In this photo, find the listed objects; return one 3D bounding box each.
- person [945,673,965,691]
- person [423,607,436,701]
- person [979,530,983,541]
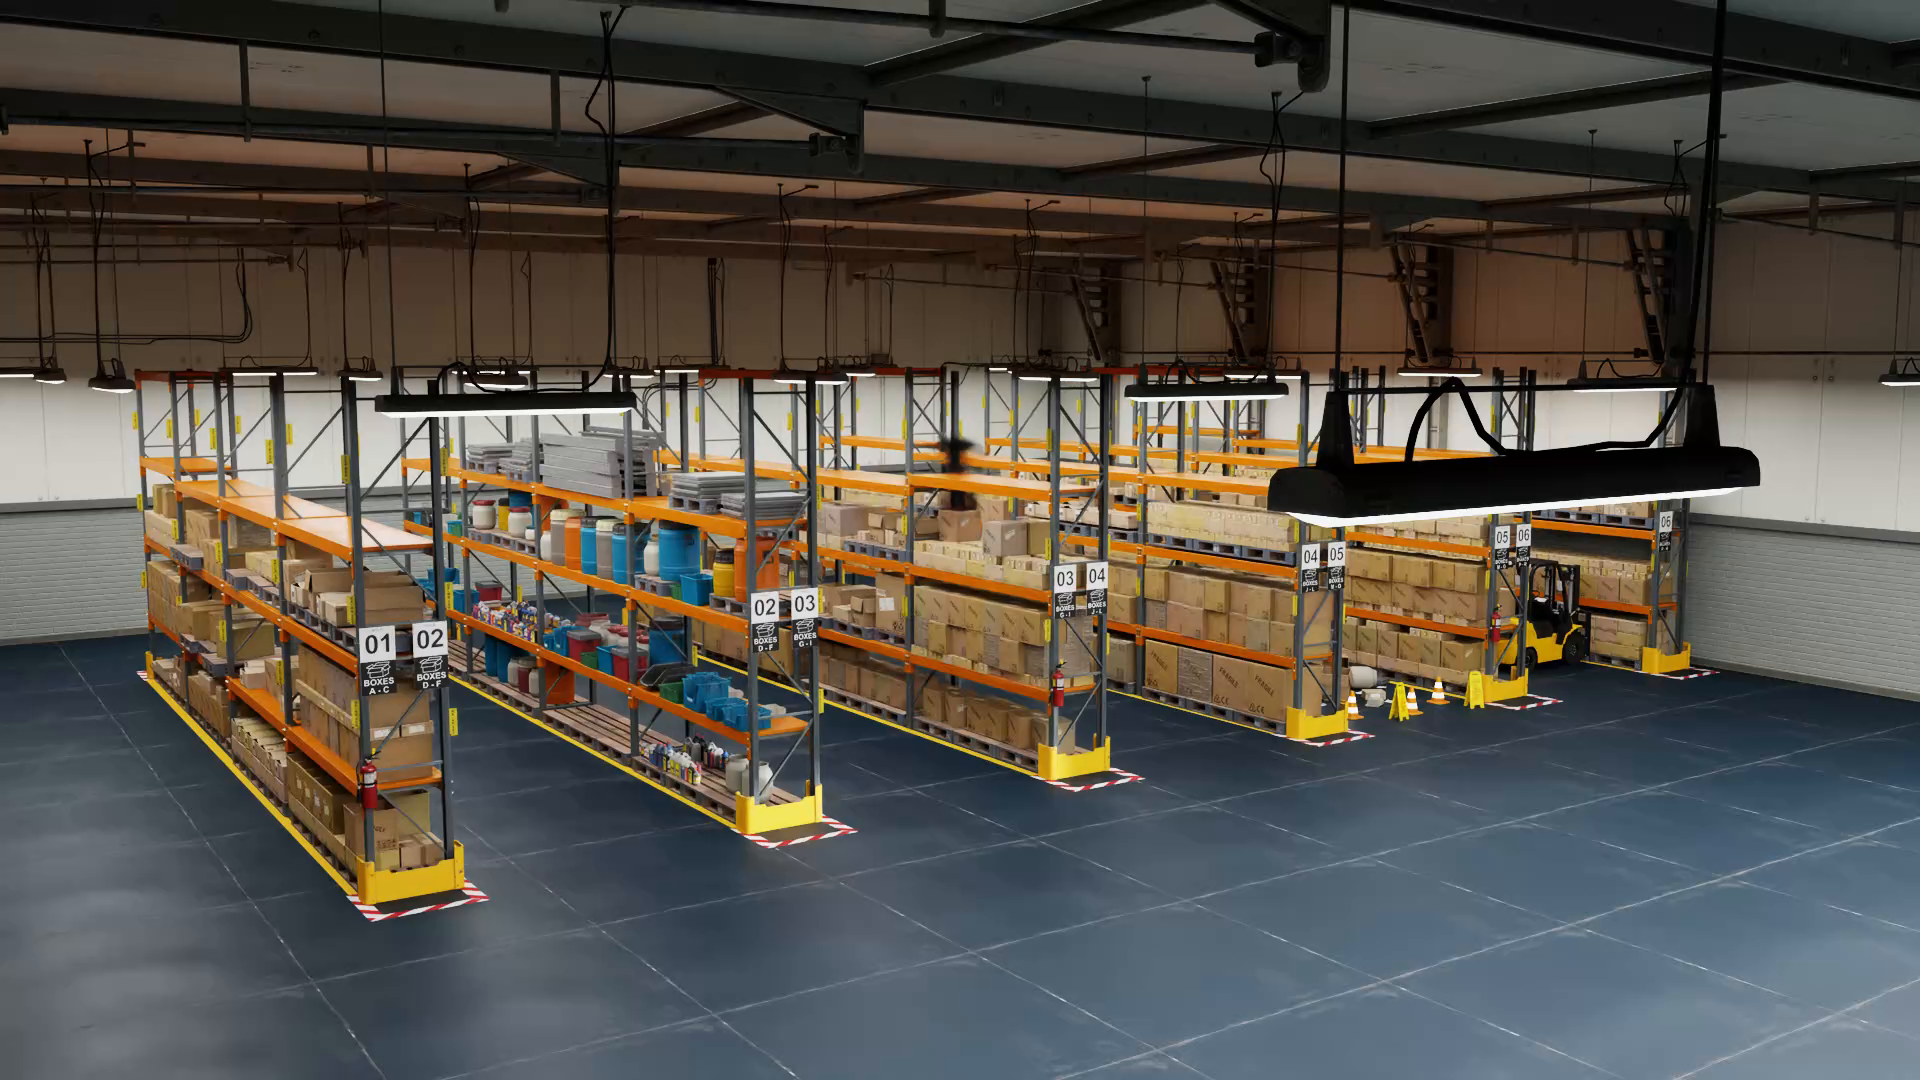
[{"bbox_3d":[0.015,1.975,31.108,0.719,1.705,0.656,5,8,40],"label":"person"},{"bbox_3d":[-9.705,2.072,30.317,0.649,1.751,0.799,-4,8,-32],"label":"person"},{"bbox_3d":[0.675,0.451,44.602,0.715,1.706,0.648,-3,7,-27],"label":"person"}]
